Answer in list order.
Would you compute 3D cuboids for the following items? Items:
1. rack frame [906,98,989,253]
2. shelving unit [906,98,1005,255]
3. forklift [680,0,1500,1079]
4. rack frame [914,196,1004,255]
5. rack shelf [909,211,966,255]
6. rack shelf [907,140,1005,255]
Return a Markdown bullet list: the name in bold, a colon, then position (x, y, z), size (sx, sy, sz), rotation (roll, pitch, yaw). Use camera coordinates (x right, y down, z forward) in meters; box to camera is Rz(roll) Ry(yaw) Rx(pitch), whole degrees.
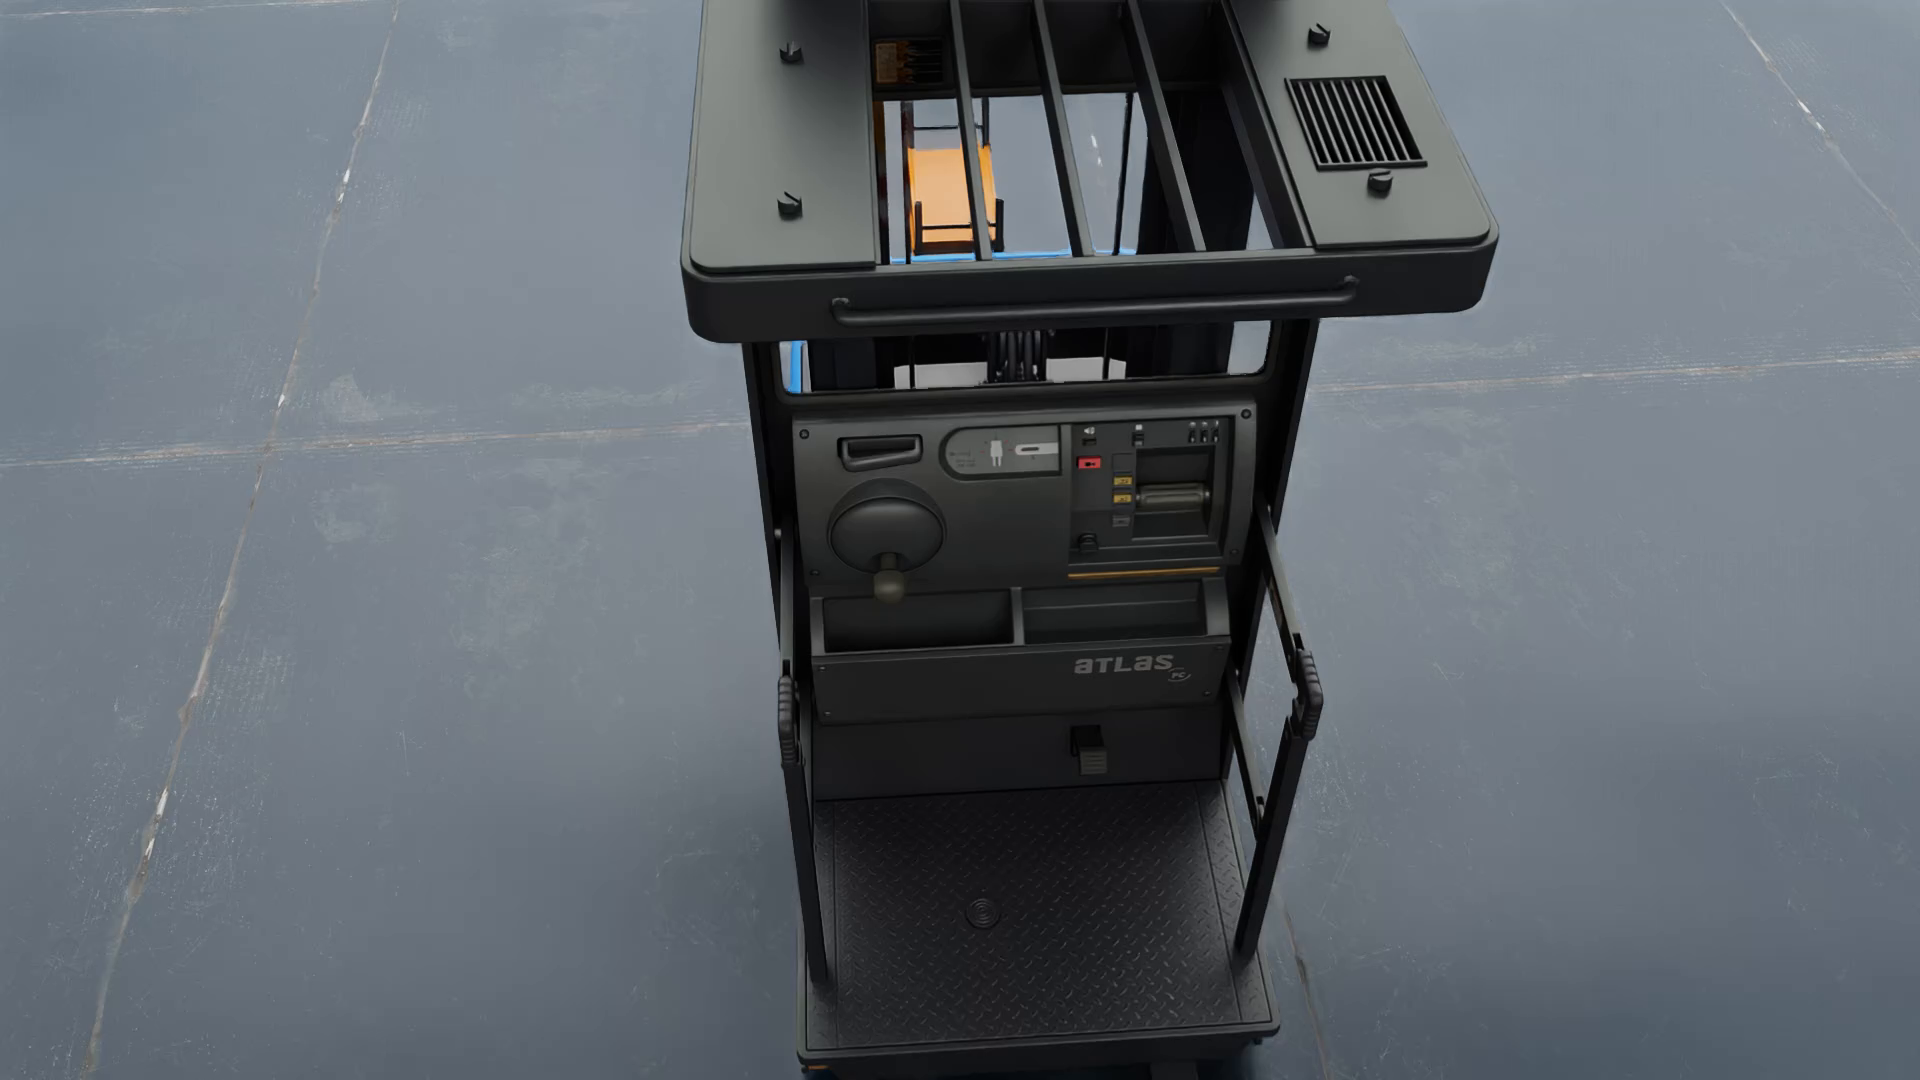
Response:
- **rack frame**: position (-0.036, -0.855, 5.234), size (0.240, 1.200, 0.015), rotation (-3, 47, -3)
- **shelving unit**: position (-0.020, -0.678, 5.066), size (0.258, 1.200, 0.503), rotation (-3, 47, -3)
- **forklift**: position (0.150, 0.013, 3.219), size (1.130, 2.935, 3.031), rotation (-3, 47, -3)
- **rack frame**: position (-0.003, -0.502, 4.899), size (0.240, 1.200, 0.015), rotation (-3, 47, -3)
- **rack shelf**: position (-0.020, -0.786, 4.953), size (0.258, 0.148, 0.480), rotation (-3, 47, -3)
- **rack shelf**: position (-0.020, -0.949, 4.781), size (0.258, 0.148, 0.480), rotation (-3, 47, -3)
